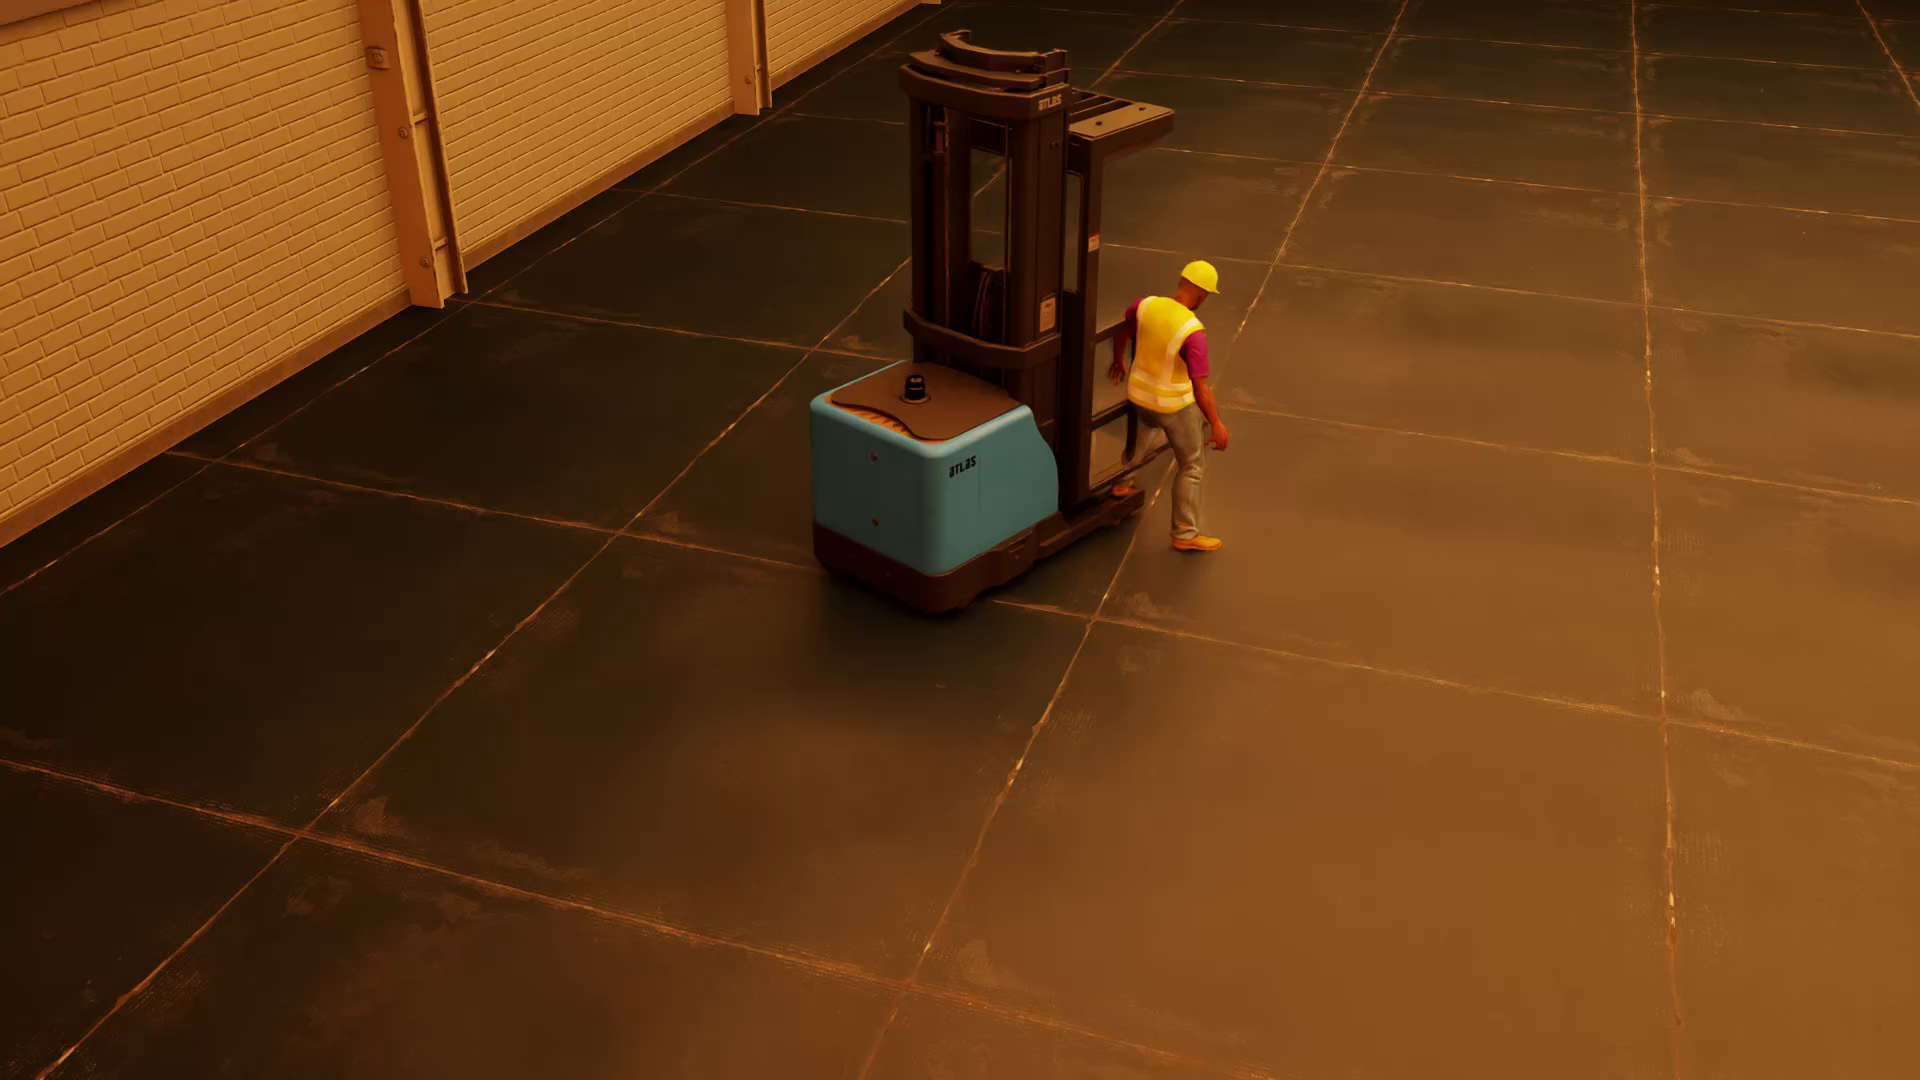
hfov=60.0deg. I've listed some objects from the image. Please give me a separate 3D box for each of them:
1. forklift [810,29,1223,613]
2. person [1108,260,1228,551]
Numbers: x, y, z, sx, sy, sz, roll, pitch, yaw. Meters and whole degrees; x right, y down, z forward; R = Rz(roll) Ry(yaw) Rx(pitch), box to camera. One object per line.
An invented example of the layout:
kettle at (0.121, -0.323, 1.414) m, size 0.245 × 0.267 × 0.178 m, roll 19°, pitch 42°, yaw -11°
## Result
forklift at (0.504, -1.510, 9.785) m, size 1.130 × 2.935 × 3.031 m, roll 24°, pitch 38°, yaw 36°
person at (1.263, -0.843, 9.874) m, size 0.449 × 1.716 × 0.980 m, roll -23°, pitch 37°, yaw -34°
